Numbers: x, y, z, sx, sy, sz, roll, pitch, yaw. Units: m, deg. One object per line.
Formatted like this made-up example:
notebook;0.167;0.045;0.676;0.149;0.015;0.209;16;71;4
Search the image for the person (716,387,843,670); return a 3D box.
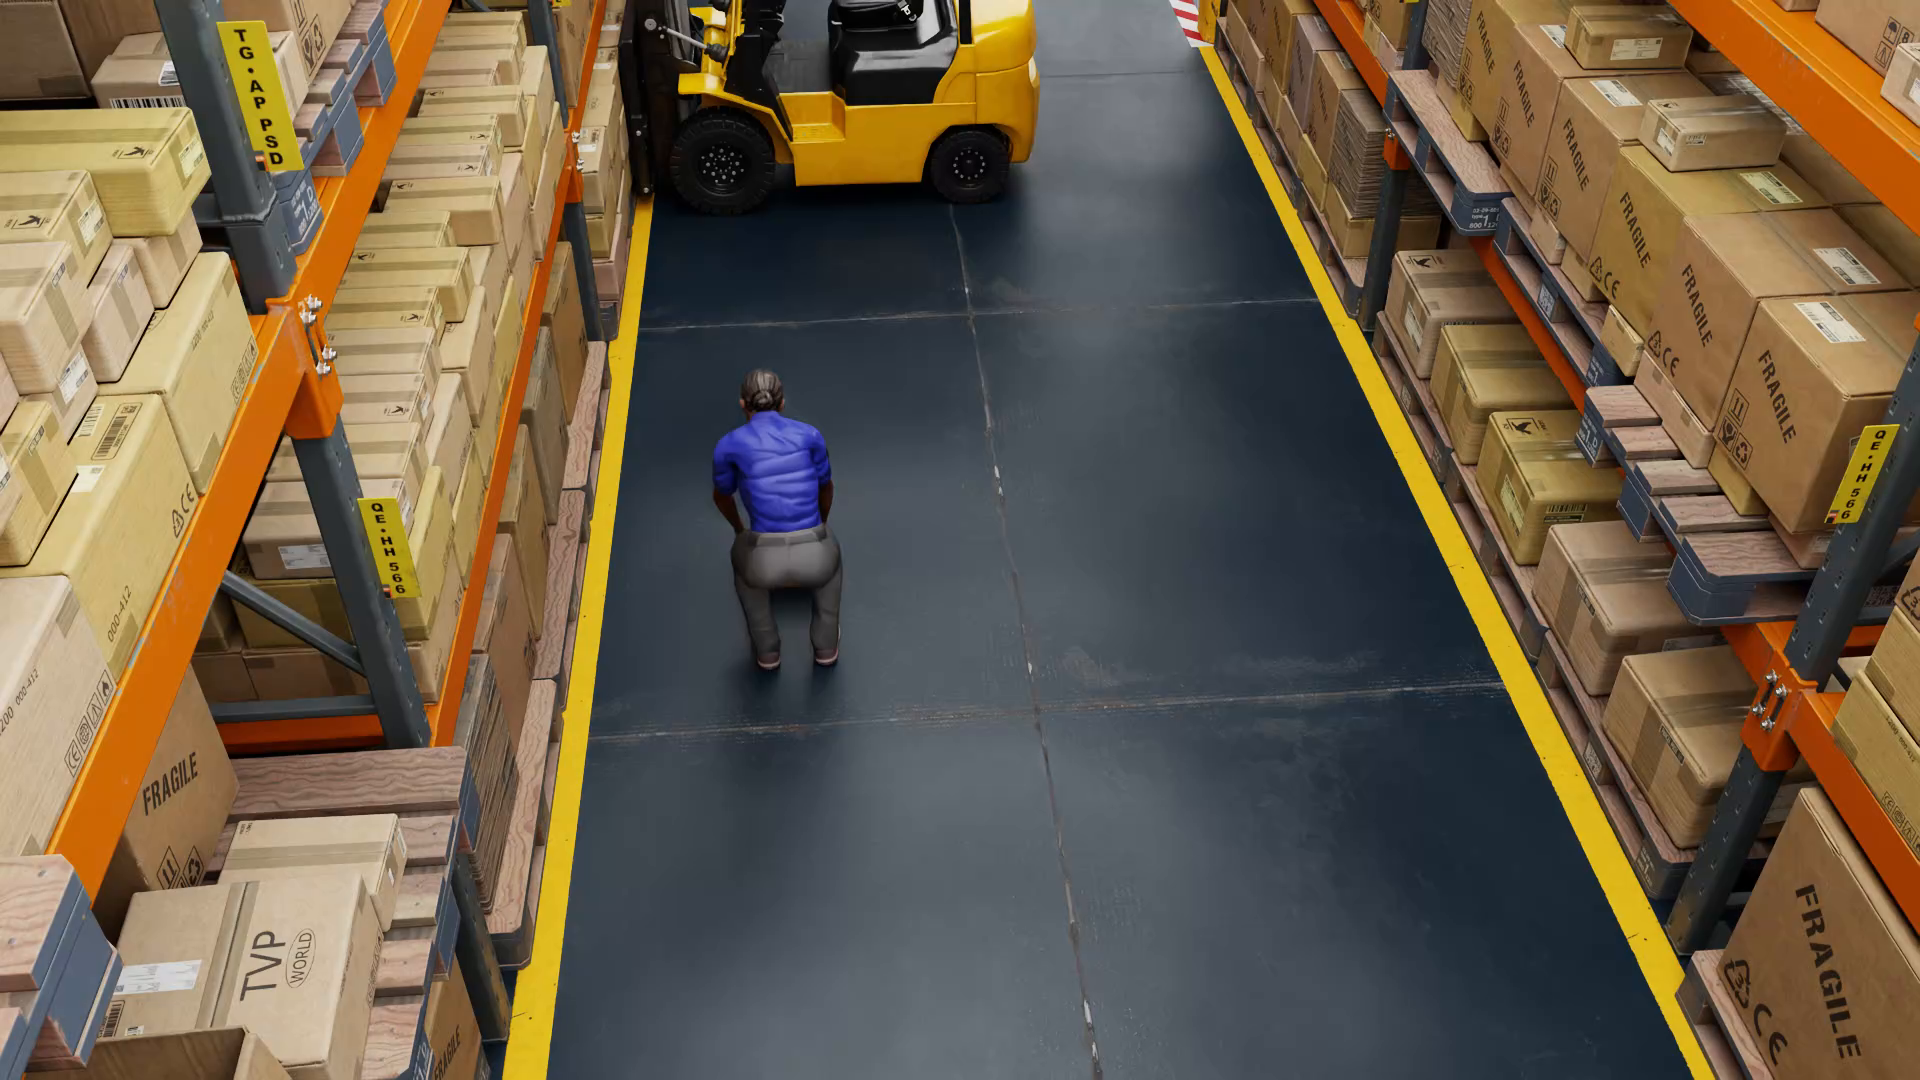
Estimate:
person;-0.722;-0.007;6.672;0.492;1.025;0.769;-4;40;-5
